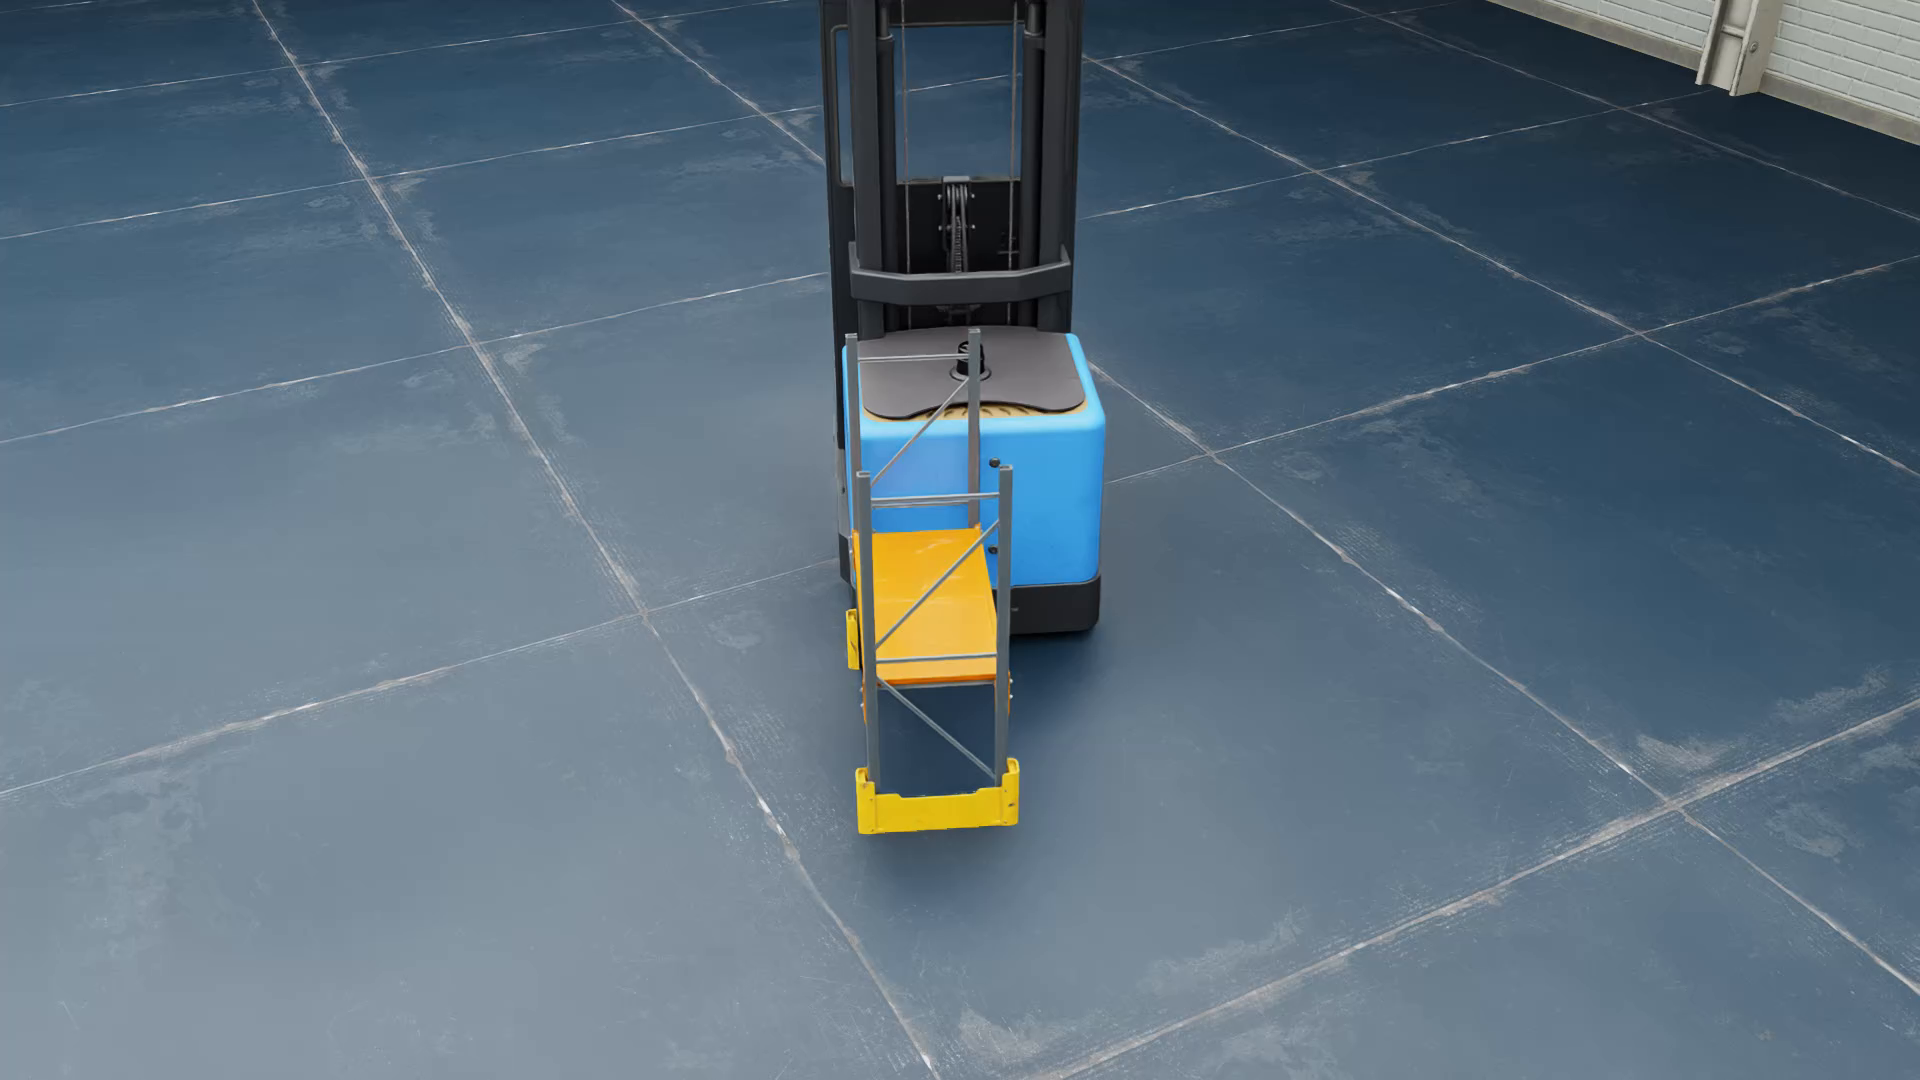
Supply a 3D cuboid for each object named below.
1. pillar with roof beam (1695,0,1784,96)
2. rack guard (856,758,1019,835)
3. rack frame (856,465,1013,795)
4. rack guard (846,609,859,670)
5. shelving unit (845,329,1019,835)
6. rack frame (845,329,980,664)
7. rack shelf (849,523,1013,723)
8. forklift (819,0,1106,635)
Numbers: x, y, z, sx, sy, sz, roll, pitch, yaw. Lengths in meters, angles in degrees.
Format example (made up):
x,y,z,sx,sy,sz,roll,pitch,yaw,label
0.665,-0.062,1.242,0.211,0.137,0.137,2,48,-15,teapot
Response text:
x,y,z,sx,sy,sz,roll,pitch,yaw,label
2.418,-6.381,9.368,9.100,9.000,0.400,-16,36,-23,pillar with roof beam
-0.080,0.935,6.058,0.587,0.250,0.087,-3,33,-4,rack guard
-0.080,0.410,5.720,0.500,1.500,0.032,-3,33,-4,rack frame
-0.172,0.400,6.893,0.587,0.250,0.087,-3,33,-4,rack guard
-0.126,0.142,6.139,0.587,1.500,1.083,-3,33,-4,shelving unit
-0.174,-0.136,6.572,0.500,1.500,0.032,-3,33,-4,rack frame
-0.127,0.288,6.243,0.538,0.185,1.000,-3,33,-4,rack shelf
-0.059,-1.582,7.502,1.130,2.935,3.031,-3,33,-4,forklift
